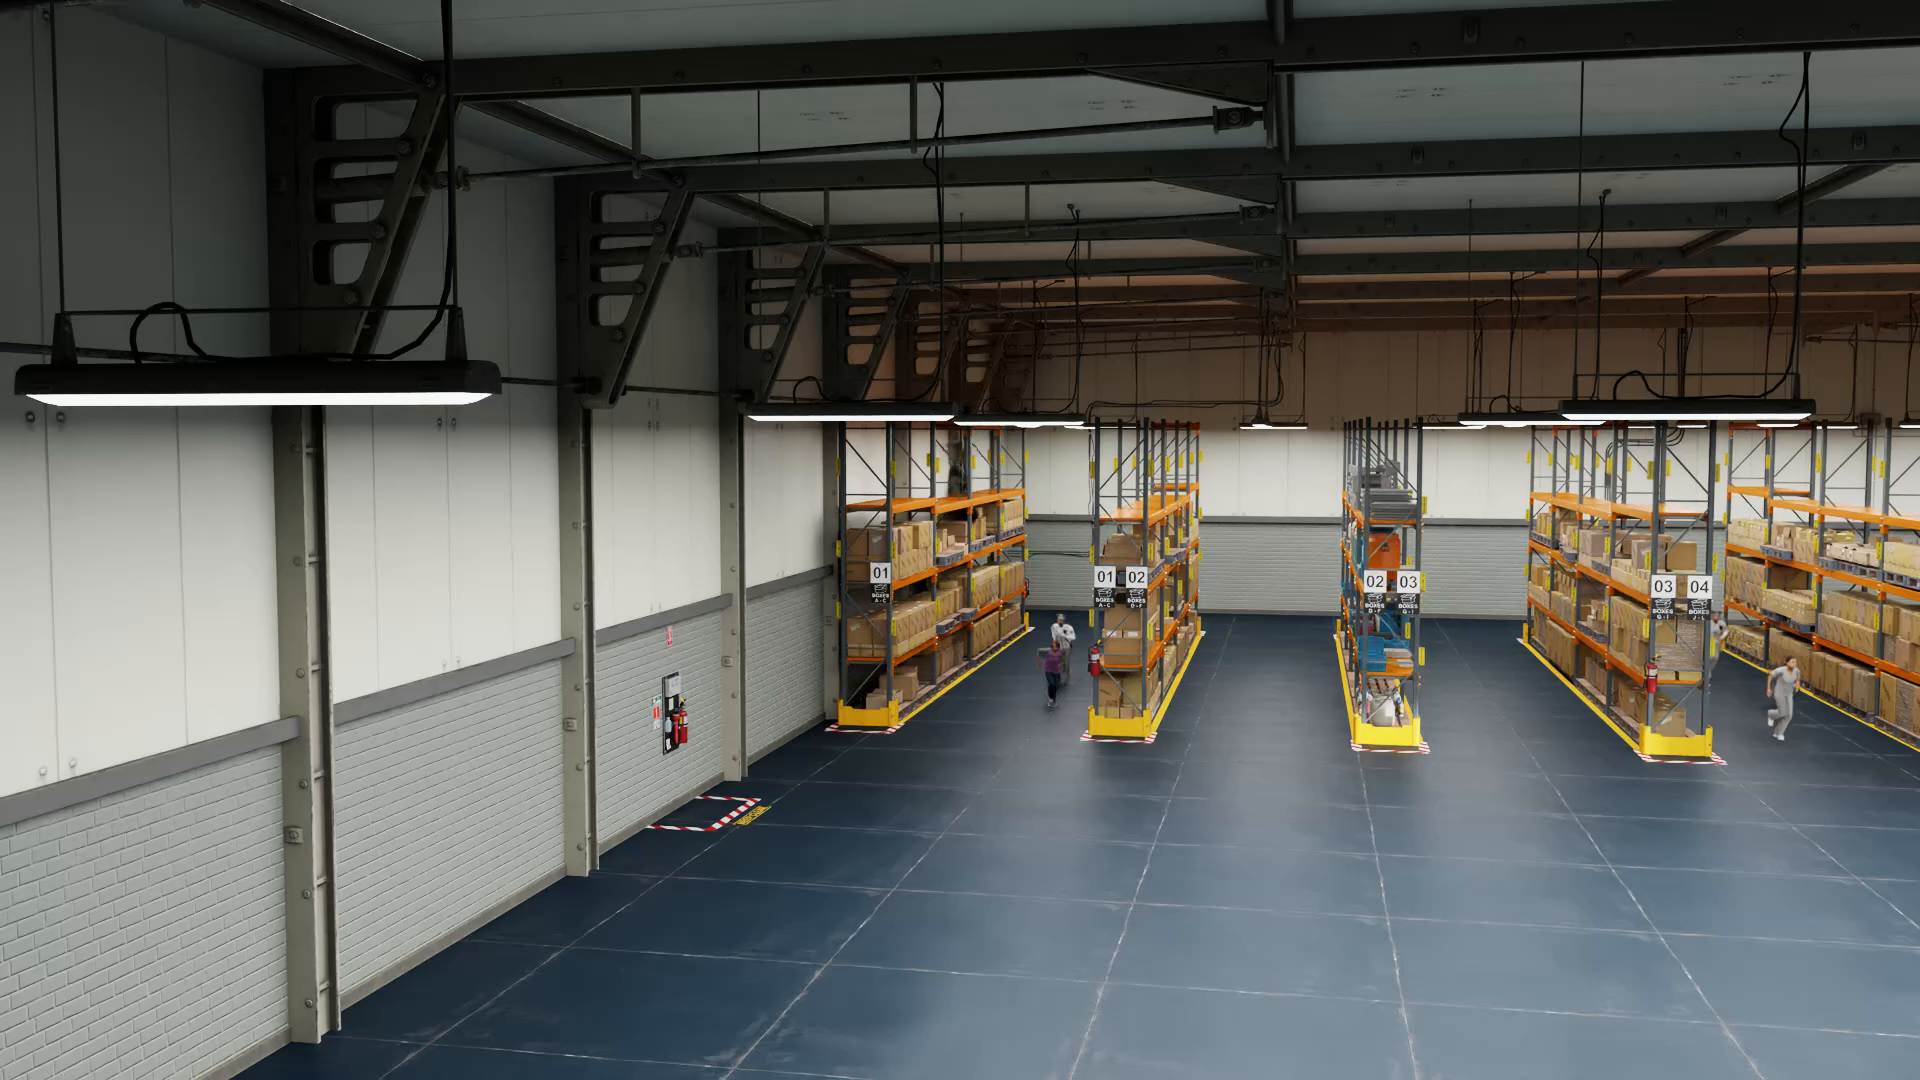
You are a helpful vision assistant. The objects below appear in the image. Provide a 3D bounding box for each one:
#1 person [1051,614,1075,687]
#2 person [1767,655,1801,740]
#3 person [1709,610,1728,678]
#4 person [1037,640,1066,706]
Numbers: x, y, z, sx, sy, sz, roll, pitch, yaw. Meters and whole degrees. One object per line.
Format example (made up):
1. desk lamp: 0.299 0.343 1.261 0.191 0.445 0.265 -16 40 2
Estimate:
1. person: 2.331 2.465 37.538 0.603 1.666 0.896 1 4 13
2. person: 15.380 2.927 31.100 0.555 1.601 0.709 -1 4 -11
3. person: 17.574 2.421 38.806 0.608 1.615 0.688 1 4 10
4. person: 1.888 2.757 34.433 0.569 1.434 0.866 0 4 -6
